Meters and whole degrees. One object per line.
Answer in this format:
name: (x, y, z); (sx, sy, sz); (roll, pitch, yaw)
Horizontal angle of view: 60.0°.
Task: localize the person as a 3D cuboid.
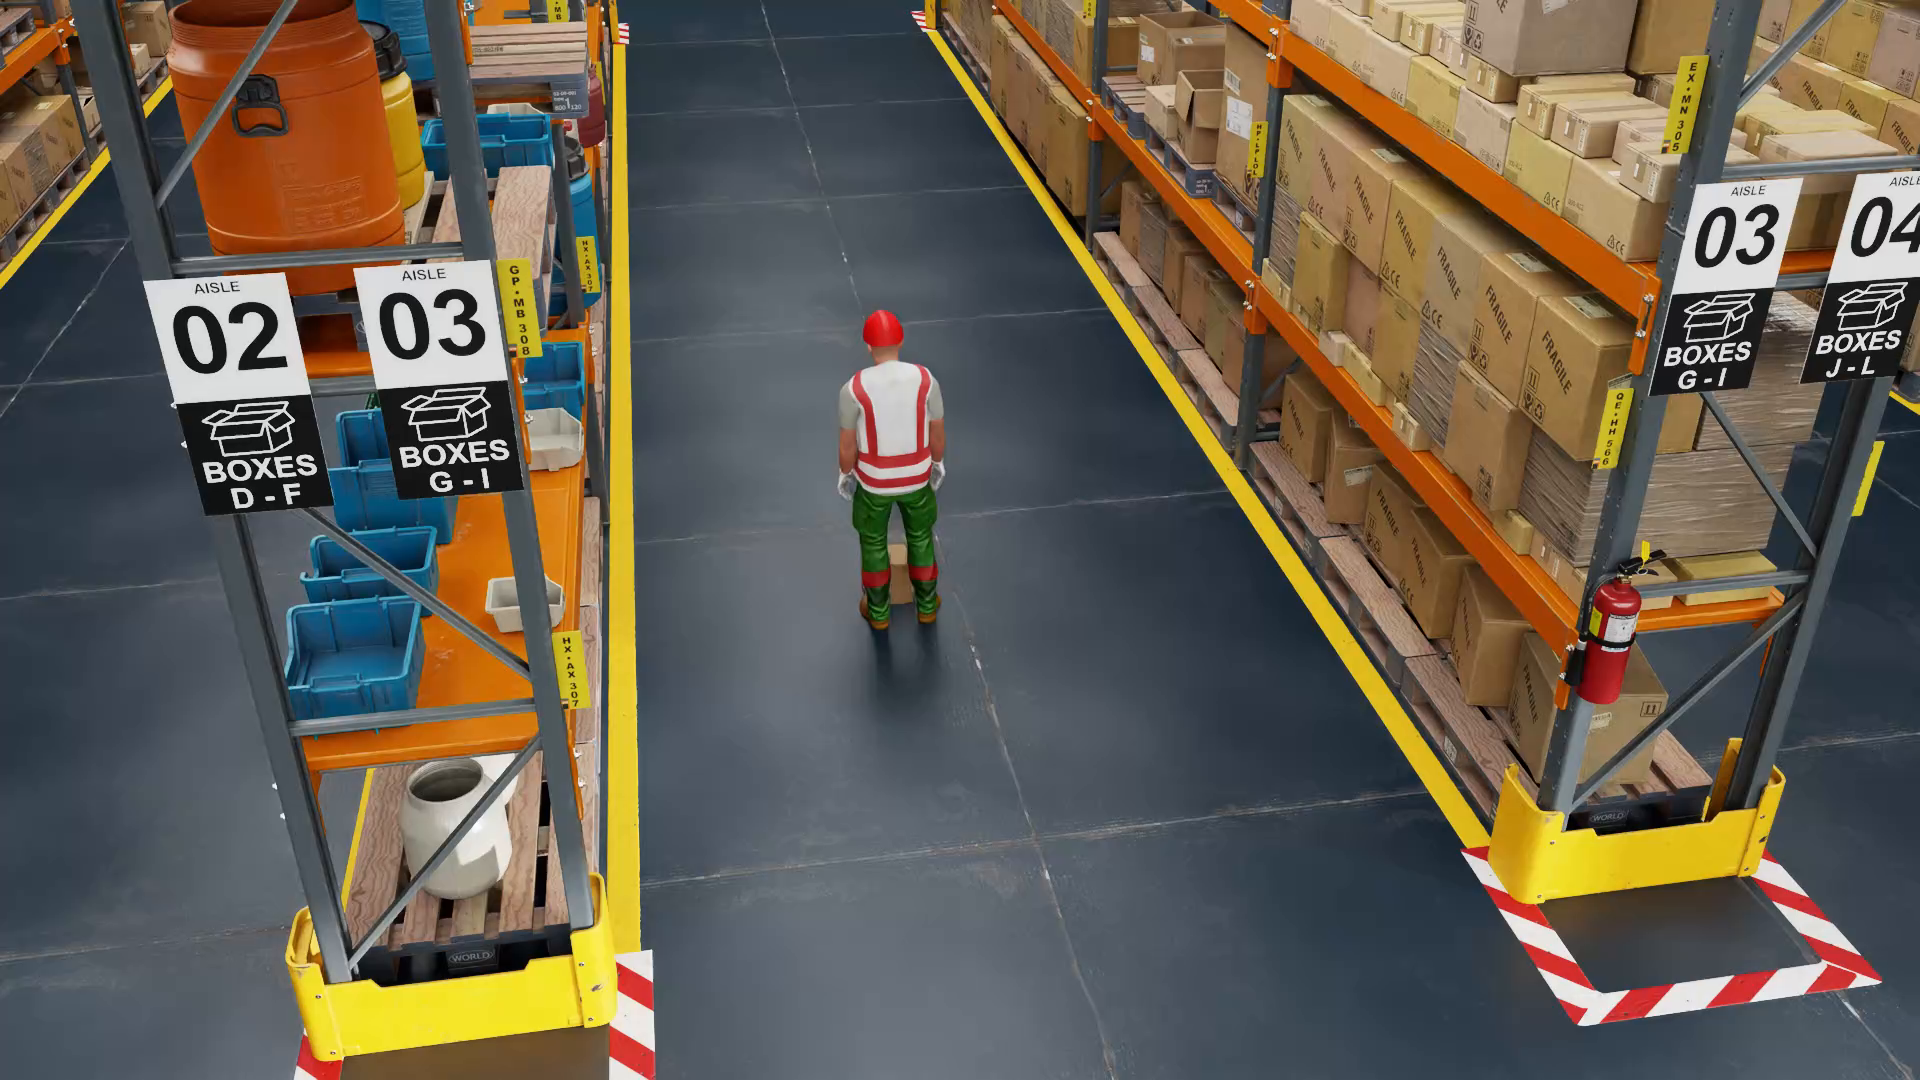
person: (-0.354, -0.346, 8.713); (0.579, 1.780, 0.441); (-6, 31, -11)
